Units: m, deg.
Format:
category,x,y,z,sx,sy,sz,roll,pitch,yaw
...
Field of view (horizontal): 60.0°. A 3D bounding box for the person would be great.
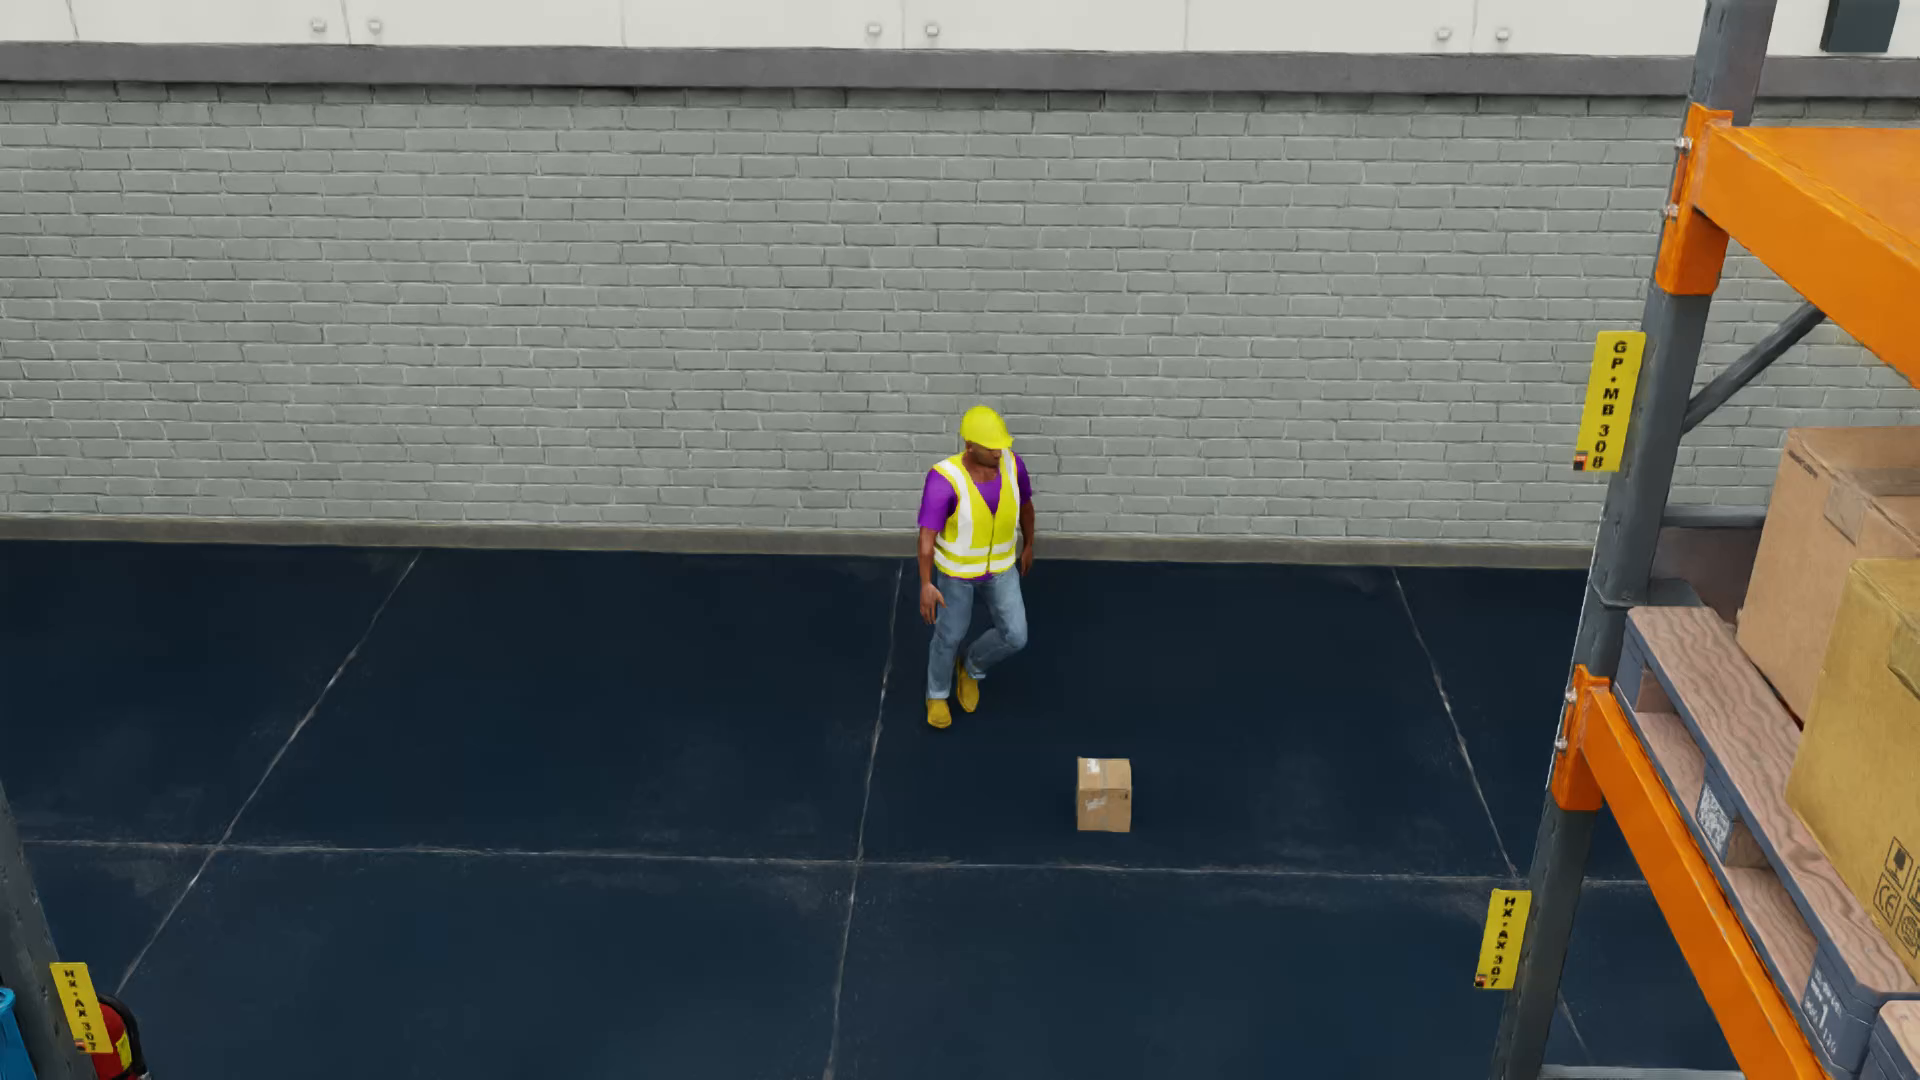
category,x,y,z,sx,sy,sz,roll,pitch,yaw
person,0.075,0.137,8.297,0.728,1.758,0.471,-13,31,-23
